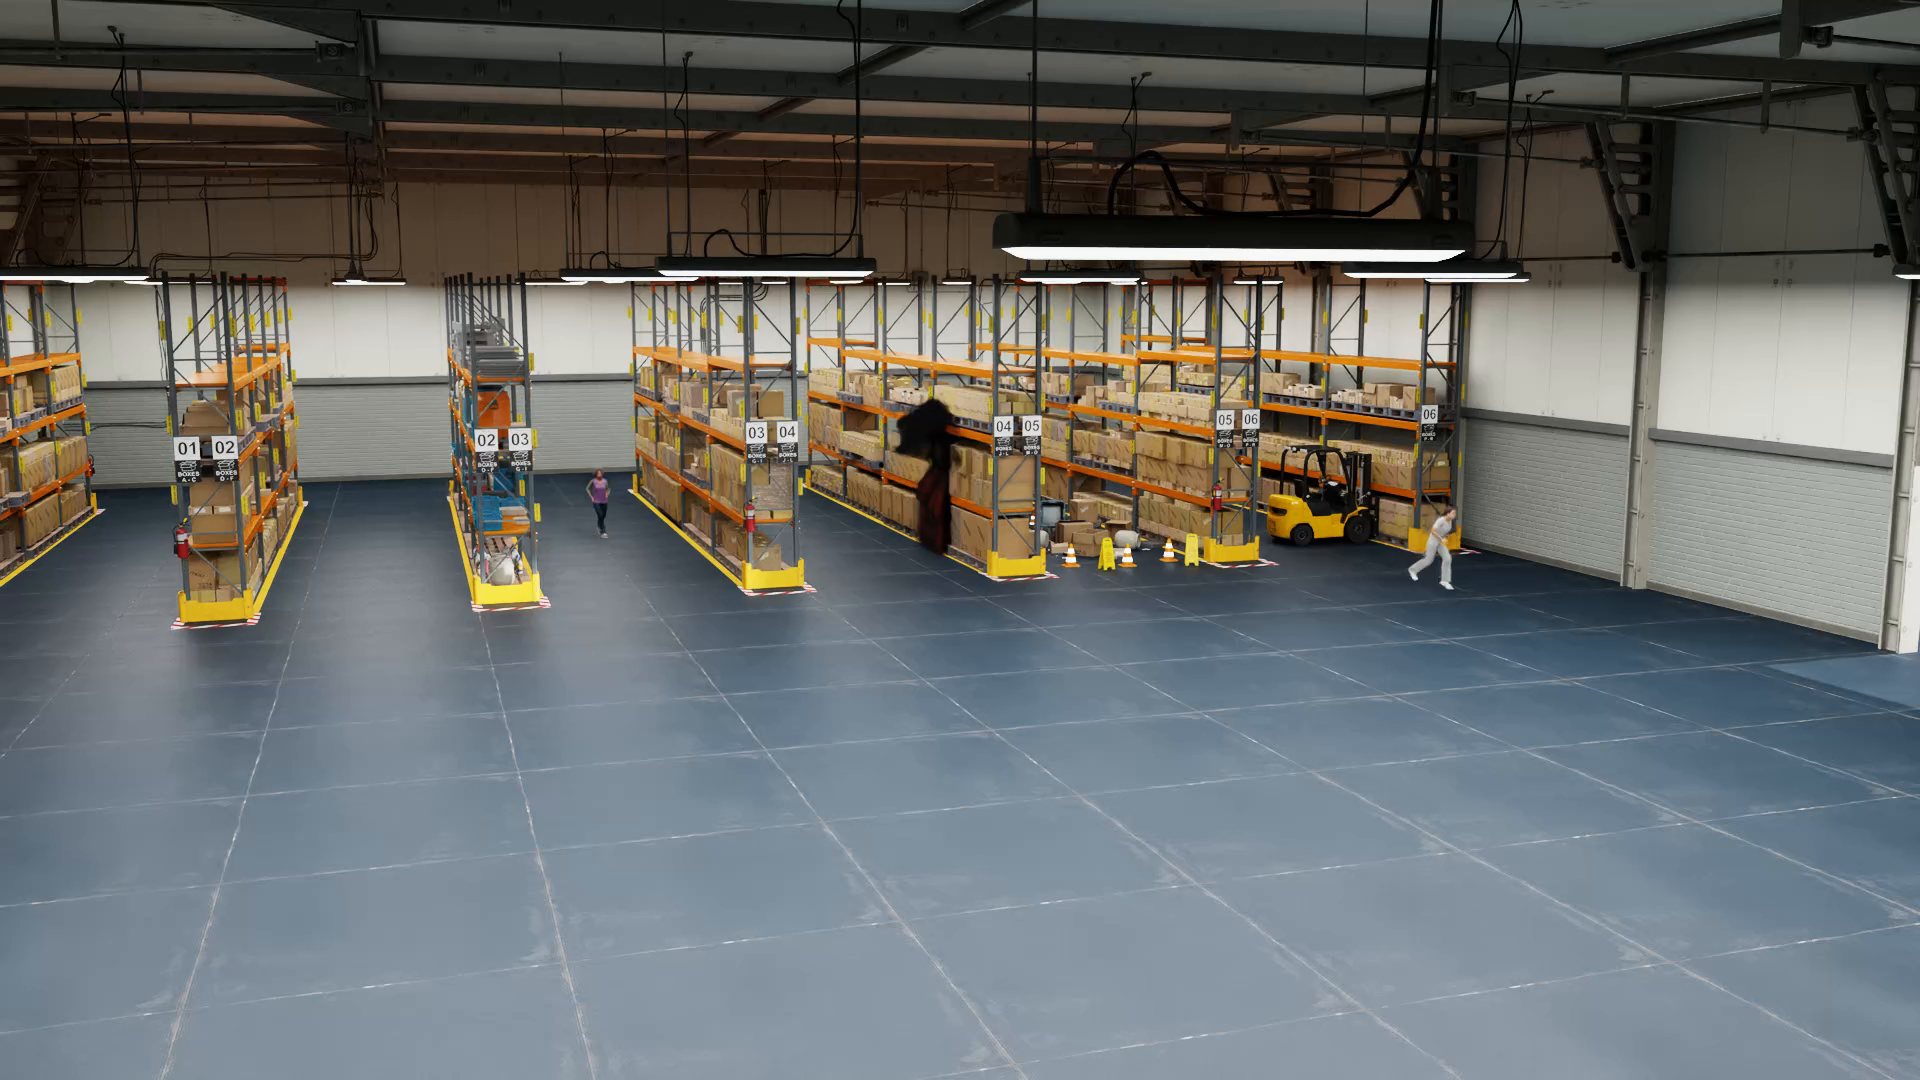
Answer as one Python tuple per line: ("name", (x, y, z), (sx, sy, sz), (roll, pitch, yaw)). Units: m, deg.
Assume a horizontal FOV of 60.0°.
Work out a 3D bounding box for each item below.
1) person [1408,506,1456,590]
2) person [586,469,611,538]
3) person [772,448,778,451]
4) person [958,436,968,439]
("person", (9.152, 0.113, 32.182), (1.005, 1.624, 0.600), (8, 12, 42))
("person", (-8.367, -0.860, 38.521), (0.548, 1.590, 0.757), (-4, 10, -27))
("person", (-5.001, -1.902, 44.878), (0.701, 1.779, 0.842), (-2, 9, -12))
("person", (0.059, -2.811, 51.236), (0.550, 1.643, 0.606), (-1, 9, -4))
